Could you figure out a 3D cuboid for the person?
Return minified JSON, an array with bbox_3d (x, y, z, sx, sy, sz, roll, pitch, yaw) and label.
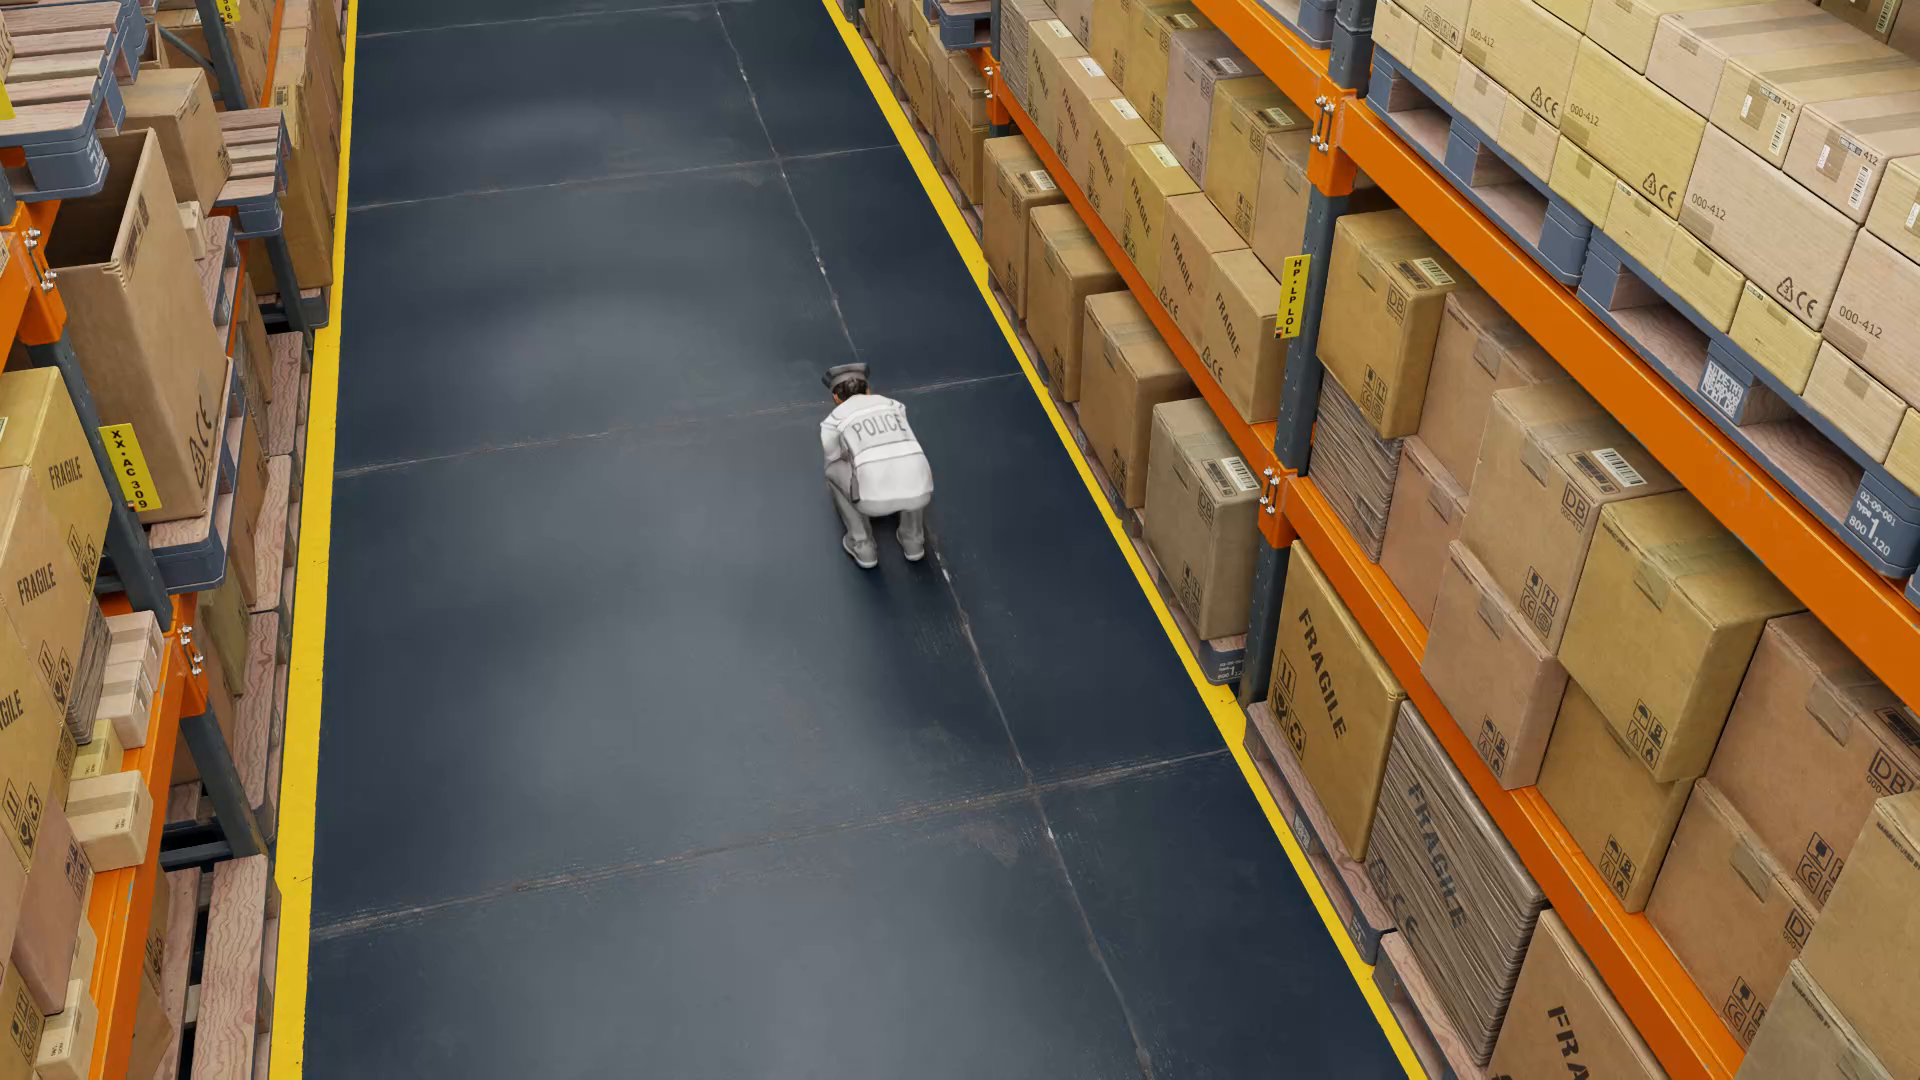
[{"bbox_3d":[-0.408,-0.349,7.897,0.456,0.780,0.908,-10,40,-13],"label":"person"}]
